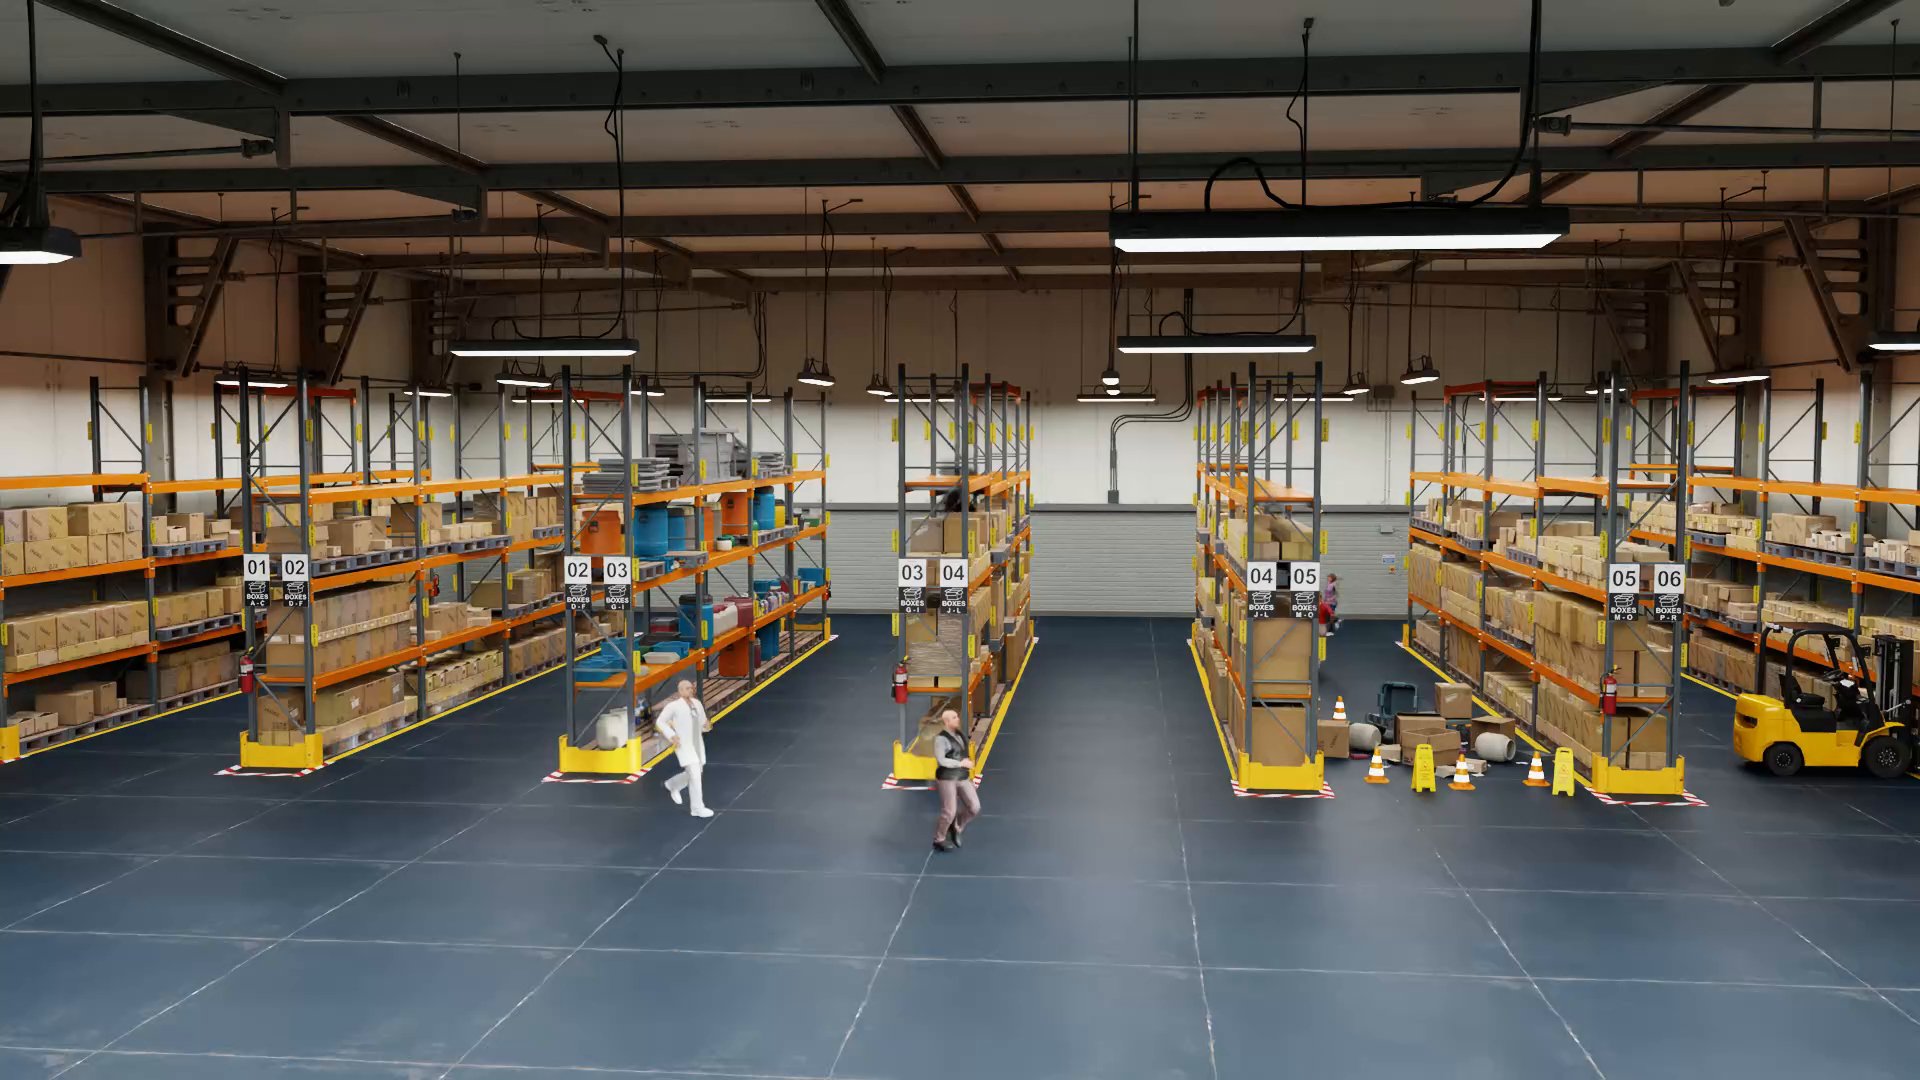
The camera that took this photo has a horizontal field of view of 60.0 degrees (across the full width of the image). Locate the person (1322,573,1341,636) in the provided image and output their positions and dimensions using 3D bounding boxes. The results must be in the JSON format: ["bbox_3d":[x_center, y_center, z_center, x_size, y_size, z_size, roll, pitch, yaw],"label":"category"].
[{"bbox_3d":[9.227,1.599,41.186,0.548,1.542,0.538,-1,4,-18],"label":"person"}]

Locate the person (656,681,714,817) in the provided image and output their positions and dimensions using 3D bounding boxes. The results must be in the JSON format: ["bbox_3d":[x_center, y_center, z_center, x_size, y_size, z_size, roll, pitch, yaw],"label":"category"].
[{"bbox_3d":[-3.587,2.718,21.826,0.981,1.753,0.718,3,5,37],"label":"person"}]

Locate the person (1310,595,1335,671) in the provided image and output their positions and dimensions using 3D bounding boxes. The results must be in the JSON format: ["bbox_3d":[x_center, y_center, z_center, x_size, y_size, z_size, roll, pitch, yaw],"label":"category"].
[{"bbox_3d":[7.469,1.917,34.776,0.675,1.695,0.901,0,4,-4],"label":"person"}]

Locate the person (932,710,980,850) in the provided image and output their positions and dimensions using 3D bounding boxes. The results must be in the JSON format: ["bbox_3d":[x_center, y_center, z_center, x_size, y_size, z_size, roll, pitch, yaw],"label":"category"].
[{"bbox_3d":[-0.048,2.867,19.854,0.650,1.684,0.635,3,5,38],"label":"person"}]
